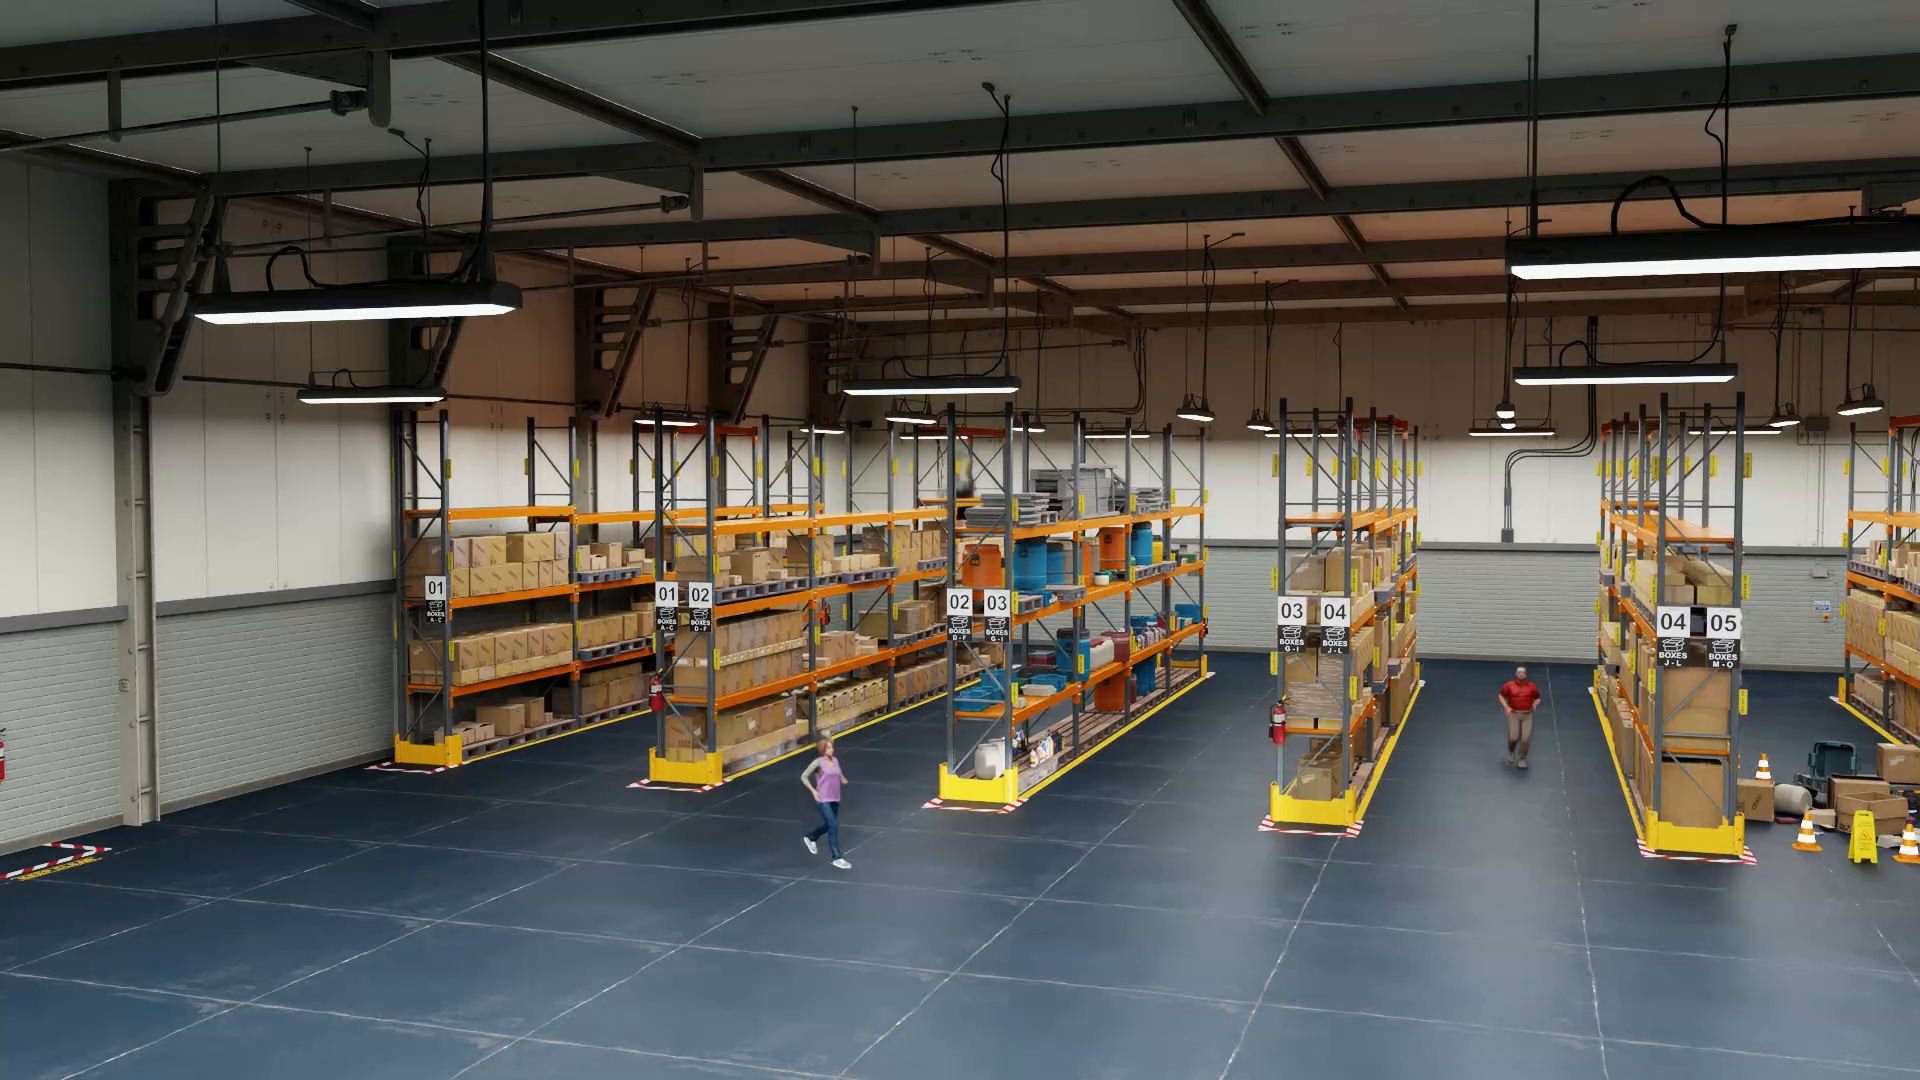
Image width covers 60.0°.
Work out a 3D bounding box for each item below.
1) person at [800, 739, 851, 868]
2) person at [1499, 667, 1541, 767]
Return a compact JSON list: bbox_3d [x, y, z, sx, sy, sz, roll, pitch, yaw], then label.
[{"bbox_3d":[-1.691,3.290,20.956,0.886,1.579,0.542,2,3,39],"label":"person"},{"bbox_3d":[9.375,2.963,27.808,0.656,1.676,0.610,0,2,11],"label":"person"}]
